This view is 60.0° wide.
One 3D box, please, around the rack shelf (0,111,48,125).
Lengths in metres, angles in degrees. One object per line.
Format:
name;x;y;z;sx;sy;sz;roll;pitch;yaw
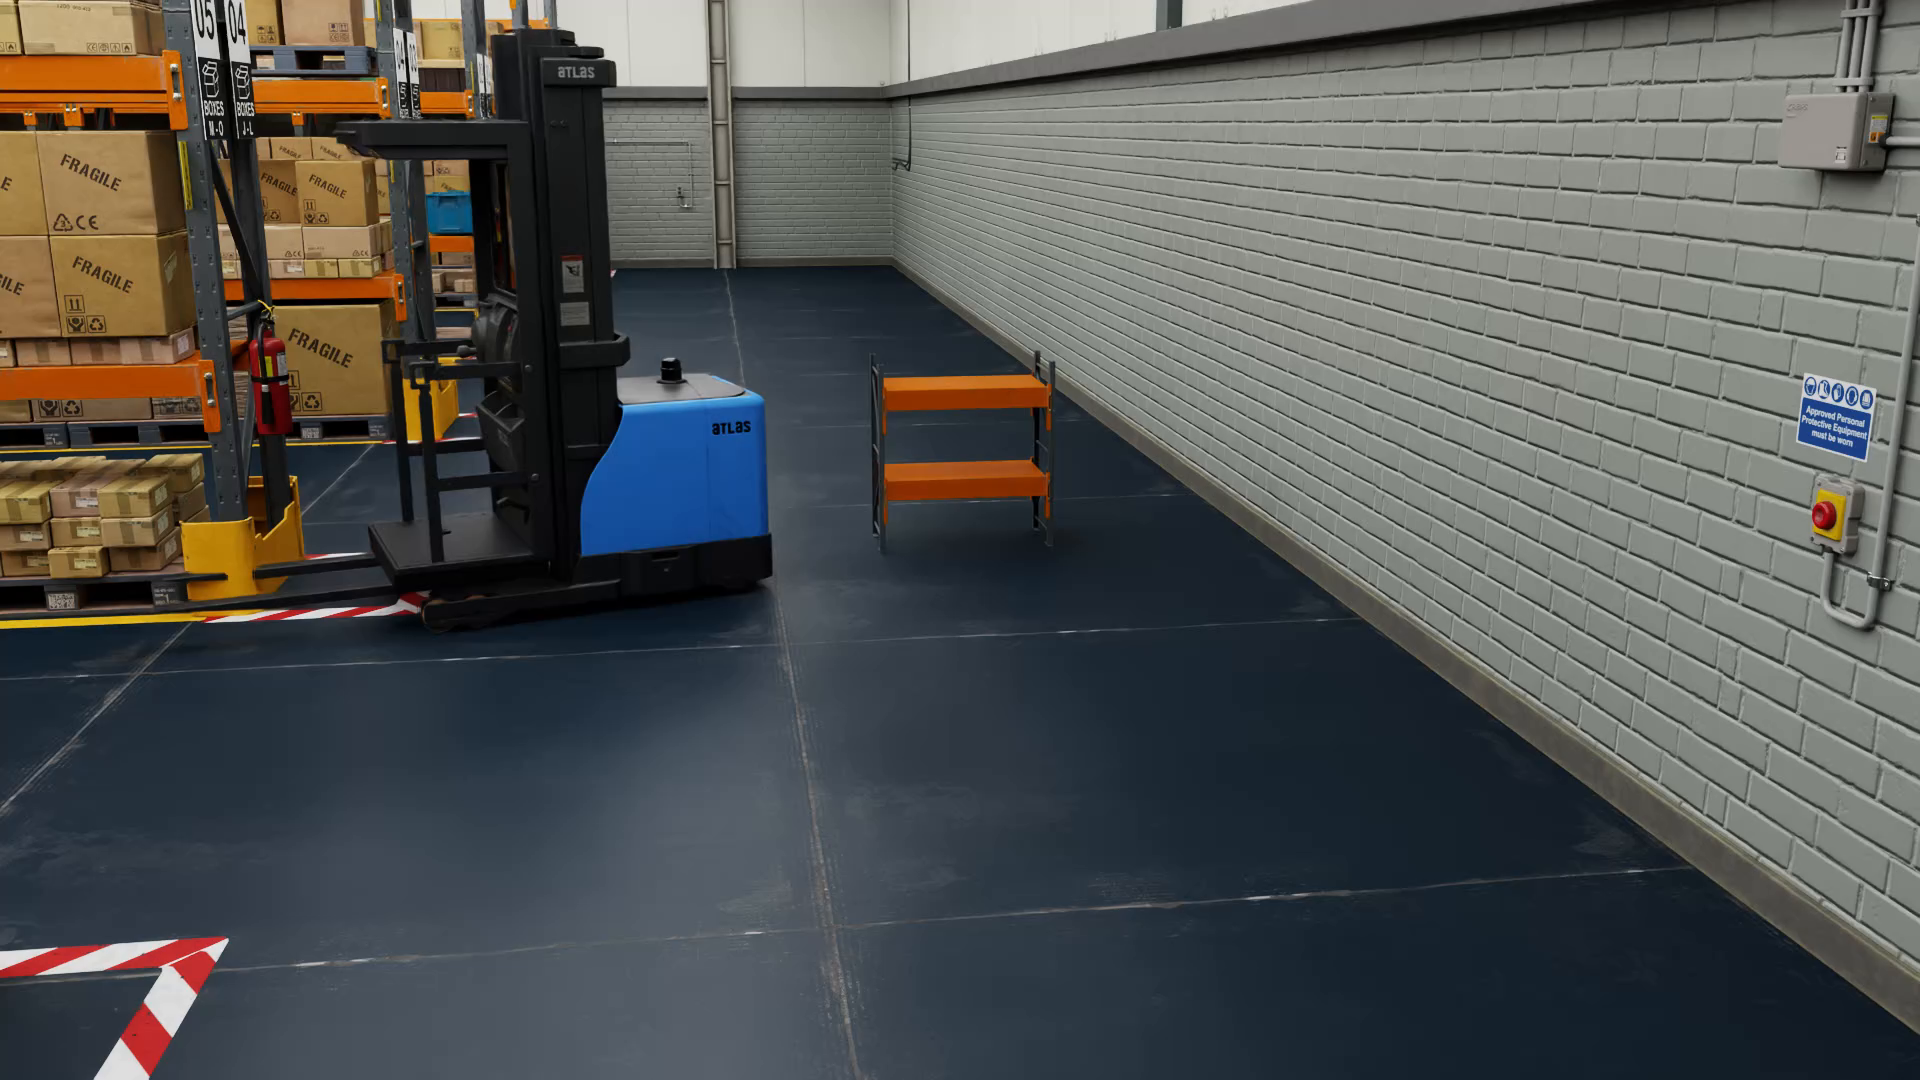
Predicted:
rack shelf;-16.588;-6.716;26.149;4.000;0.370;1.077;-2;14;-8

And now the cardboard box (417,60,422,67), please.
cardboard box;-7.418;-6.291;22.253;0.500;0.250;0.500;-2;14;-8

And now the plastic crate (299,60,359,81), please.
plastic crate;-6.776;-5.025;18.054;0.767;0.338;0.504;-2;14;-8

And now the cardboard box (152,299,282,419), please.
cardboard box;-6.007;-1.496;13.525;0.875;0.875;0.875;-2;14;-8

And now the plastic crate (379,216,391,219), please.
plastic crate;-6.517;-3.545;18.609;0.298;0.136;0.250;-2;14;-8

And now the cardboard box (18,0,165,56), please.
cardboard box;-4.257;-2.504;8.180;0.500;0.250;0.500;-2;14;-10

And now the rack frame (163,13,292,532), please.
rack frame;-3.847;-1.201;8.846;0.127;3.000;1.000;-2;14;-8

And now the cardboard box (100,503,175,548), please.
cardboard box;-4.326;-0.079;8.756;0.250;0.149;0.380;-2;14;-10

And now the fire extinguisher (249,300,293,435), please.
fire extinguisher;-3.529;-0.881;8.495;0.183;0.674;0.296;-2;14;-8

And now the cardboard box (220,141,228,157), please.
cardboard box;-11.586;-6.299;26.773;0.500;0.250;0.500;-2;14;-7

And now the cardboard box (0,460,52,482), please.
cardboard box;-5.172;-0.328;9.136;0.250;0.149;0.380;-3;14;-11

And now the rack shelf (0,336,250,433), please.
rack shelf;-5.825;-0.780;8.645;4.000;0.370;1.077;-2;14;-8

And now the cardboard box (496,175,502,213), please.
cardboard box;-6.361;-4.748;22.782;0.500;0.500;0.500;-2;14;-7

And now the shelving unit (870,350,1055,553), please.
shelving unit;0.007;-0.546;10.086;1.048;1.125;0.538;-2;14;-8

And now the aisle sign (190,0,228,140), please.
aisle sign;-3.730;-2.393;8.253;0.004;0.787;0.394;-2;14;-8

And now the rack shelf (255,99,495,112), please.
rack shelf;-7.936;-5.815;22.554;4.000;0.370;1.077;-2;14;-8

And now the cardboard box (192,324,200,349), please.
cardboard box;-4.216;-1.147;9.144;0.250;0.149;0.380;-2;14;-9

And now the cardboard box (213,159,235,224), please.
cardboard box;-6.007;-2.843;13.546;0.500;0.500;0.500;-2;14;-10

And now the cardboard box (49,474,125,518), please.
cardboard box;-4.590;-0.236;8.769;0.250;0.149;0.380;-2;14;-7

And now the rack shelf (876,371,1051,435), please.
rack shelf;0.007;-0.830;10.015;1.000;0.278;0.538;-2;14;-8

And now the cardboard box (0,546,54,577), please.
cardboard box;-4.850;0.069;8.776;0.250;0.149;0.380;-2;14;-9

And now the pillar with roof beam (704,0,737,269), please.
pillar with roof beam;-3.517;-8.153;24.232;0.400;9.000;9.100;-2;14;-8

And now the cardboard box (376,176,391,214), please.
cardboard box;-7.865;-4.693;22.564;0.500;0.500;0.500;-2;14;-9

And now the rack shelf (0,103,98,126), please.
rack shelf;-11.157;-4.478;17.224;4.000;0.370;1.077;-2;14;-8

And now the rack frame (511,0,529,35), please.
rack frame;-5.958;-7.691;22.391;0.127;3.000;1.000;-2;14;-8

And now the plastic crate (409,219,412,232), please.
plastic crate;-6.003;-3.418;18.102;0.243;0.136;0.396;-2;14;-8

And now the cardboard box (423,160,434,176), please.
cardboard box;-7.369;-5.194;22.505;0.500;0.500;0.500;-2;14;-7

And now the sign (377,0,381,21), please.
sign;-4.419;-4.113;12.633;0.005;0.325;0.100;-2;14;-8

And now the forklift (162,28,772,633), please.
forklift;-2.589;-1.101;8.586;3.031;2.935;1.130;-7;16;-25

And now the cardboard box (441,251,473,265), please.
cardboard box;-8.369;-4.878;27.781;0.500;0.500;0.700;-3;14;-10

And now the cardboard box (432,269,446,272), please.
cardboard box;-7.527;-3.673;23.450;0.500;0.250;0.500;-2;14;-8

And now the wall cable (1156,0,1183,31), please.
wall cable;1.619;-6.244;10.008;0.120;5.999;2.277;-2;14;-8

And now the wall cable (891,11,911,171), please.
wall cable;-1.054;-7.495;27.993;0.112;2.526;3.097;-2;14;-8

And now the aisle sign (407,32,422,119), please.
aisle sign;-4.460;-3.734;13.600;0.004;0.787;0.394;-2;14;-8

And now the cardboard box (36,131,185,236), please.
cardboard box;-4.263;-1.803;8.372;0.500;0.500;0.500;-2;14;-9

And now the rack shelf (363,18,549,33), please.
rack shelf;-8.678;-8.267;26.988;4.000;0.370;1.077;-2;14;-8

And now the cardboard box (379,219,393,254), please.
cardboard box;-5.001;-2.517;13.790;0.500;0.250;0.500;-2;14;-10

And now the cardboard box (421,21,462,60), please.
cardboard box;-6.971;-6.749;22.541;0.500;0.500;0.700;-2;14;-8

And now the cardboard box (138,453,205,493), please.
cardboard box;-4.416;-0.374;9.320;0.250;0.149;0.380;-3;14;-11

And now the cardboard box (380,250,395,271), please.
cardboard box;-4.886;-2.343;13.914;0.250;0.149;0.380;-2;14;-8

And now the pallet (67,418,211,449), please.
pallet;-6.469;-0.954;13.594;1.213;0.211;1.003;-2;14;-8

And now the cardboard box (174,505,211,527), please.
cardboard box;-4.413;-0.080;9.373;0.250;0.149;0.380;-2;14;-7

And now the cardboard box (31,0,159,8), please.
cardboard box;-4.265;-2.748;8.128;0.500;0.250;0.500;-3;14;-10

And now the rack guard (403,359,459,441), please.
rack guard;-4.462;-1.187;13.926;0.348;0.500;1.175;-2;14;-8

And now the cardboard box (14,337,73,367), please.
cardboard box;-4.625;-0.987;8.508;0.250;0.149;0.380;-2;14;-9

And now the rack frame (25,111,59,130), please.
rack frame;-14.611;-5.683;26.715;0.127;3.000;1.000;-2;14;-8

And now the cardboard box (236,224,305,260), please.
cardboard box;-5.427;-2.370;13.203;0.500;0.250;0.500;-2;14;-9

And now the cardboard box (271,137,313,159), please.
cardboard box;-8.896;-5.138;22.282;0.500;0.500;0.500;-3;14;-10

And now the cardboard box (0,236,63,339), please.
cardboard box;-4.763;-1.299;8.417;0.500;0.500;0.500;-2;14;-9

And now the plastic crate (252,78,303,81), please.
plastic crate;-7.230;-4.782;17.499;0.530;0.136;0.437;-2;14;-8

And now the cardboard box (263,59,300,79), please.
cardboard box;-8.902;-6.237;22.041;0.500;0.250;0.500;-2;14;-8

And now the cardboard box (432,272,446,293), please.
cardboard box;-7.403;-3.555;22.978;0.500;0.250;0.500;-2;14;-8

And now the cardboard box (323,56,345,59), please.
cardboard box;-8.429;-6.655;22.165;0.500;0.500;0.700;-2;14;-8

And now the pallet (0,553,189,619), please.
pallet;-4.731;0.175;9.091;1.213;0.211;1.003;-2;14;-8

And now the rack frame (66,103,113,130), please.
rack frame;-9.179;-3.445;17.791;0.127;3.000;1.000;-2;14;-8

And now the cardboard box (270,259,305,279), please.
cardboard box;-5.296;-2.166;13.207;0.250;0.149;0.380;-2;14;-8
